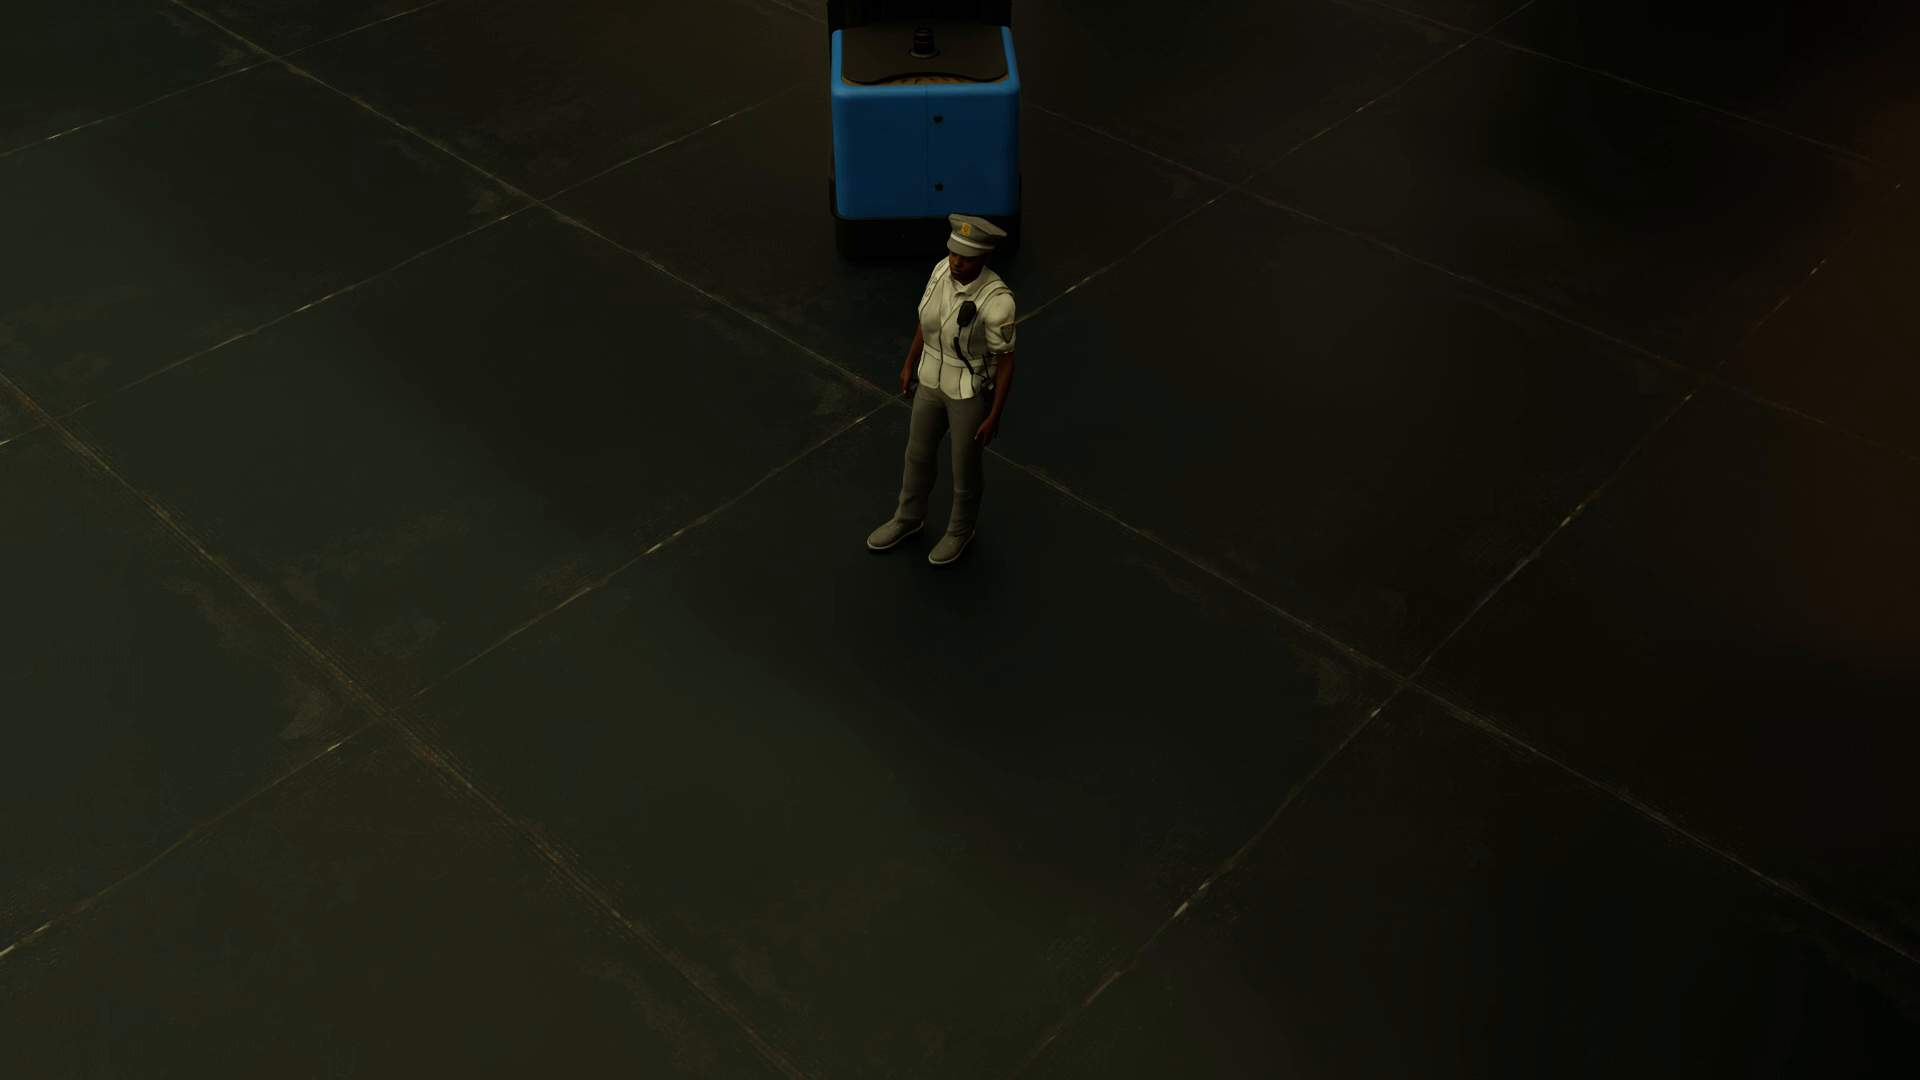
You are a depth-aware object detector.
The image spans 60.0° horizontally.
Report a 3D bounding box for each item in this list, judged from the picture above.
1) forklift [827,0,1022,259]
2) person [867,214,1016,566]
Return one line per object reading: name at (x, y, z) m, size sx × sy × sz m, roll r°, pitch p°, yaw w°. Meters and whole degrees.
forklift at (-0.253, -3.648, 9.680) m, size 1.130 × 2.935 × 3.031 m, roll -2°, pitch 41°, yaw -2°
person at (-0.065, -0.621, 7.091) m, size 0.569 × 1.694 × 0.530 m, roll 31°, pitch 49°, yaw 31°
